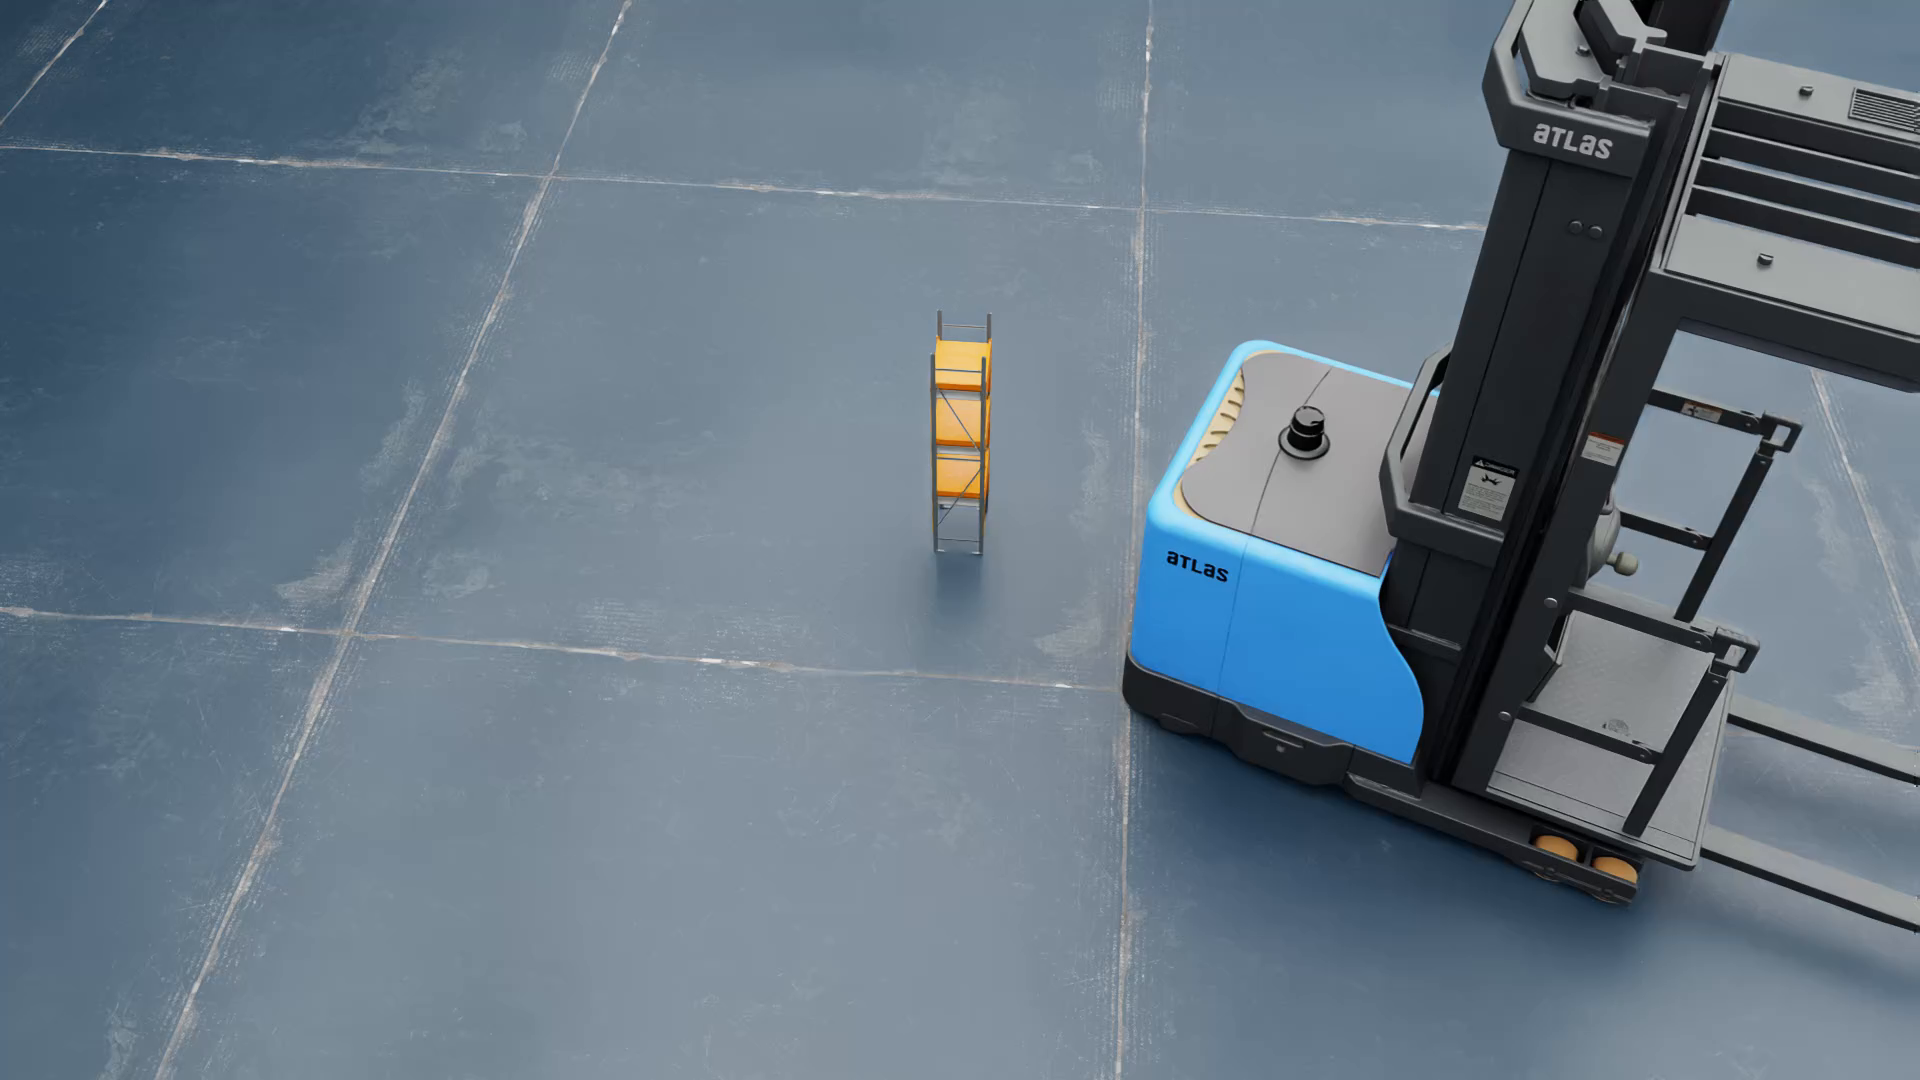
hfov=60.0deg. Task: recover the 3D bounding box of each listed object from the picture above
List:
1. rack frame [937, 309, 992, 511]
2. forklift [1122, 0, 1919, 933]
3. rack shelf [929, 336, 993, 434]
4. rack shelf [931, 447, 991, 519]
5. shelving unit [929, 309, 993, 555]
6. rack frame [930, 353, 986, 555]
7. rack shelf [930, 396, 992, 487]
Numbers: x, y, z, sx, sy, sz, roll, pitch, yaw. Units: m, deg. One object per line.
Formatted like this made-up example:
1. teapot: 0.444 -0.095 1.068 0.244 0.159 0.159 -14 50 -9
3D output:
1. rack frame: 0.016 -0.483 6.481 0.200 1.050 0.008 4 48 4
2. forklift: 2.155 -0.214 4.959 3.031 2.935 1.130 19 50 17
3. rack shelf: 0.005 -0.578 6.197 0.215 0.259 0.240 4 48 4
4. rack shelf: 0.005 -0.199 6.611 0.215 0.259 0.240 4 48 4
5. shelving unit: 0.005 -0.394 6.399 0.215 1.050 0.252 4 48 4
6. rack frame: -0.006 -0.304 6.317 0.200 1.050 0.008 4 48 4
7. rack shelf: 0.005 -0.387 6.406 0.215 0.259 0.240 4 48 4
